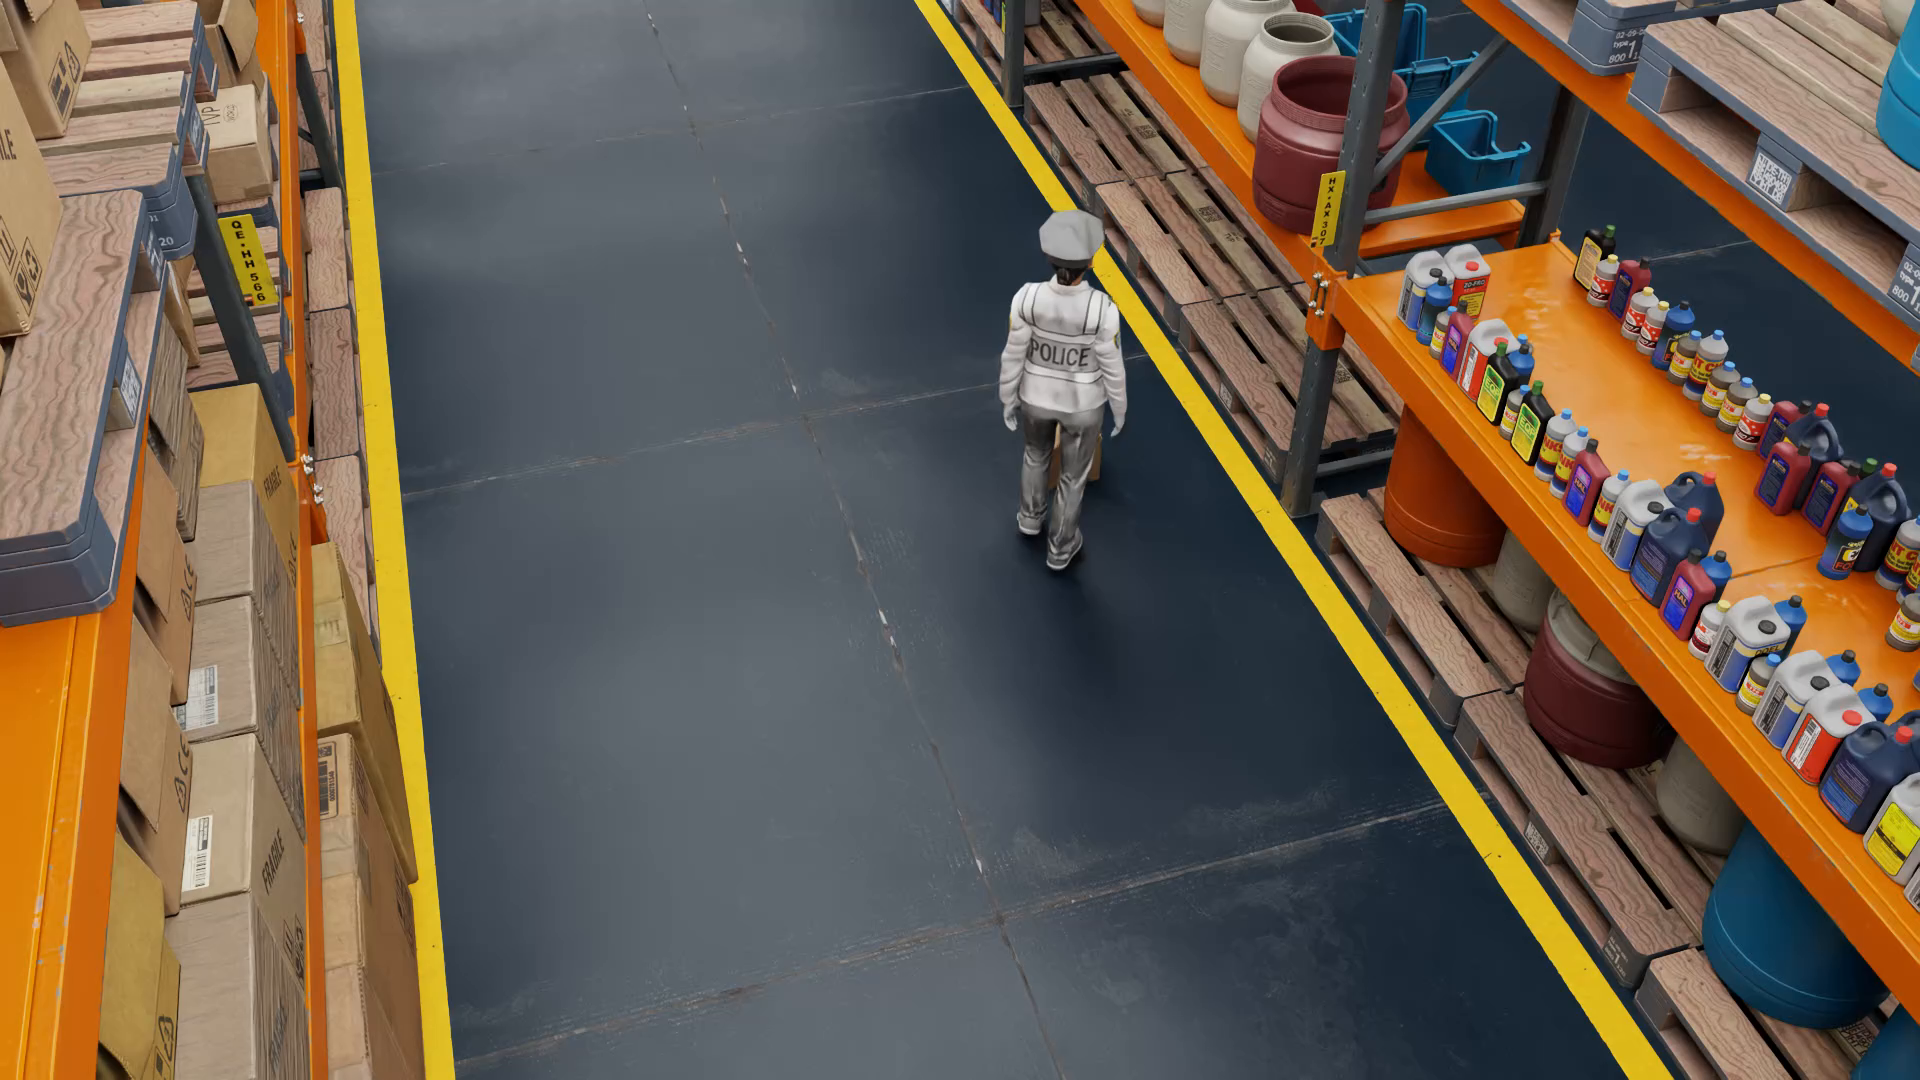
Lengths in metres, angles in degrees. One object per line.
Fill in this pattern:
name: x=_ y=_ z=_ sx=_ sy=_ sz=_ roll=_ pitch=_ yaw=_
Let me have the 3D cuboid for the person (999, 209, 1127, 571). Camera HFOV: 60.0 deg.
person: x=0.447 y=-0.585 z=6.802 sx=0.510 sy=1.724 sz=0.436 roll=14 pitch=44 yaw=15
